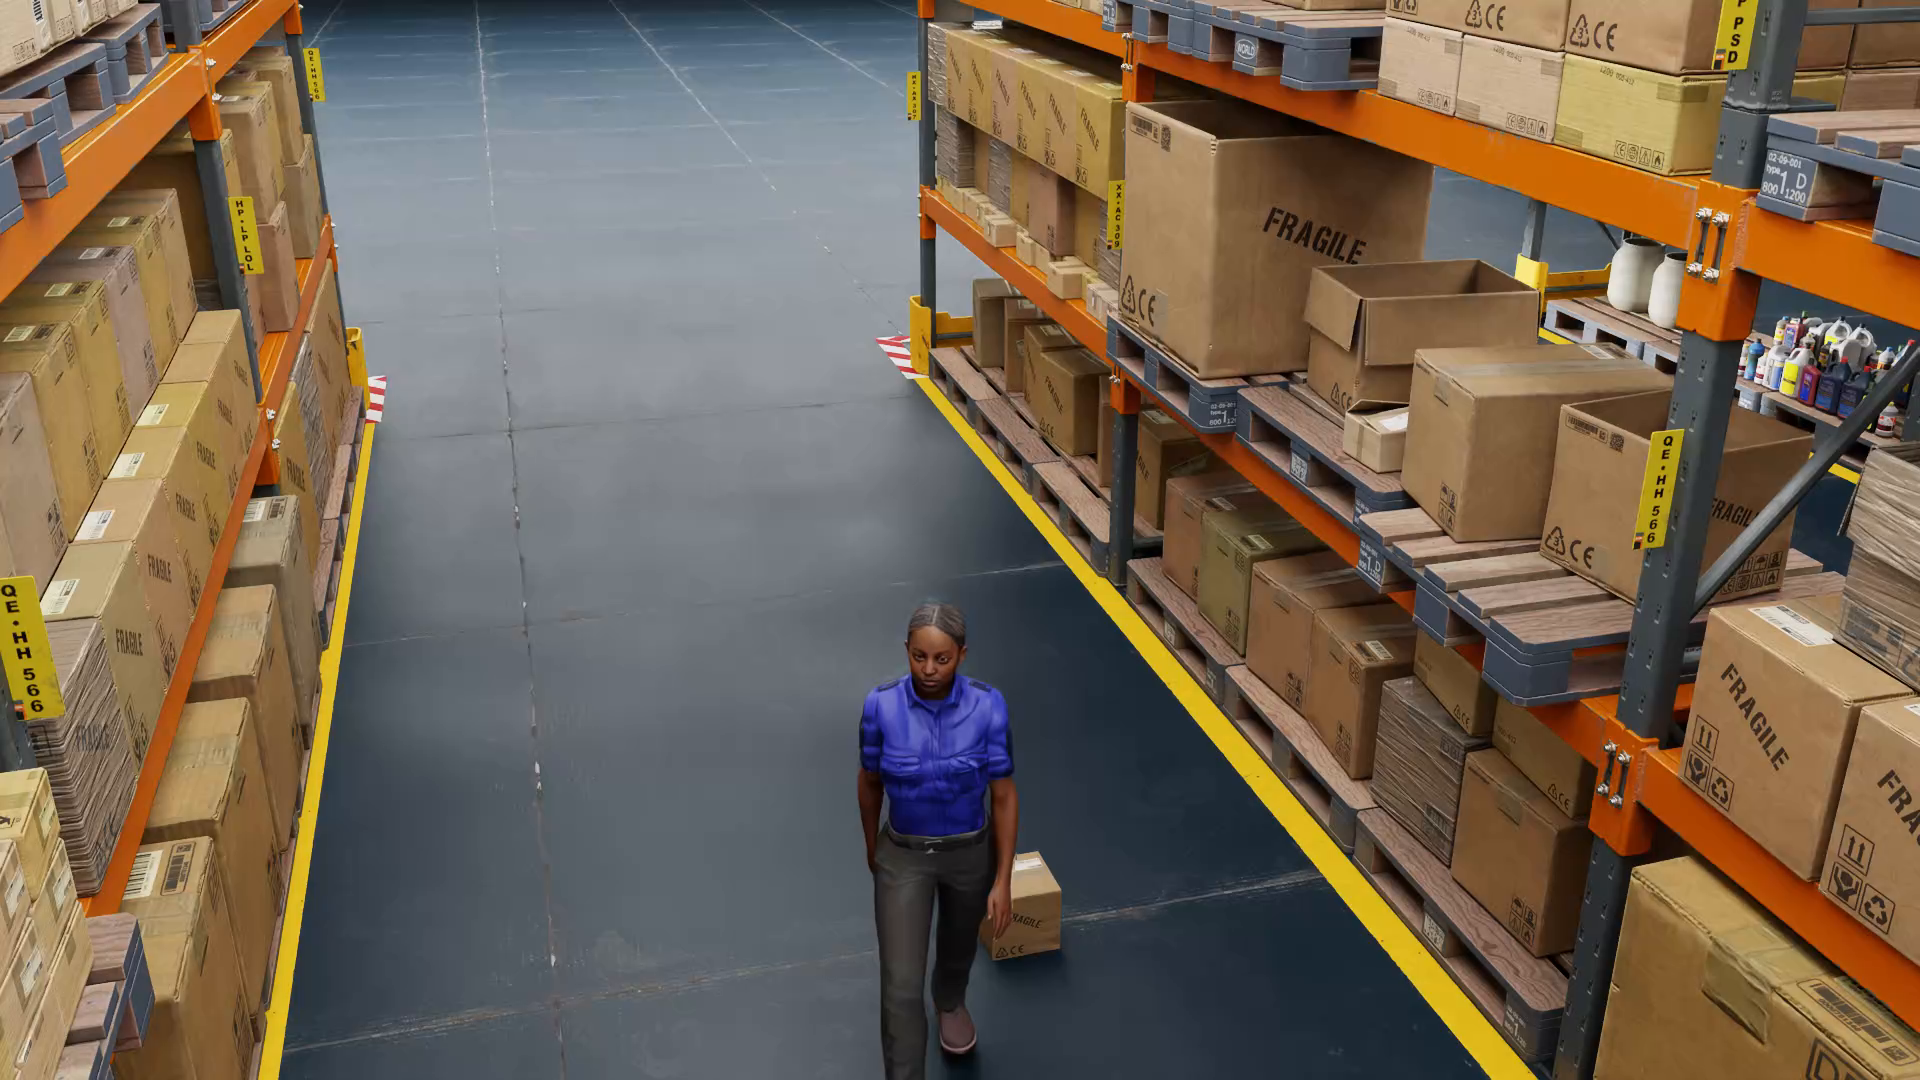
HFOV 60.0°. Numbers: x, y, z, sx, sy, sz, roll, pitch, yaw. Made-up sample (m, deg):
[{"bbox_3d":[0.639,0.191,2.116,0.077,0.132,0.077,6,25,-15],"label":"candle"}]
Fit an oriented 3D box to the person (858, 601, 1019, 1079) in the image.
[{"bbox_3d":[-0.060,0.973,4.810,0.458,1.644,0.874,-2,23,-4],"label":"person"}]
